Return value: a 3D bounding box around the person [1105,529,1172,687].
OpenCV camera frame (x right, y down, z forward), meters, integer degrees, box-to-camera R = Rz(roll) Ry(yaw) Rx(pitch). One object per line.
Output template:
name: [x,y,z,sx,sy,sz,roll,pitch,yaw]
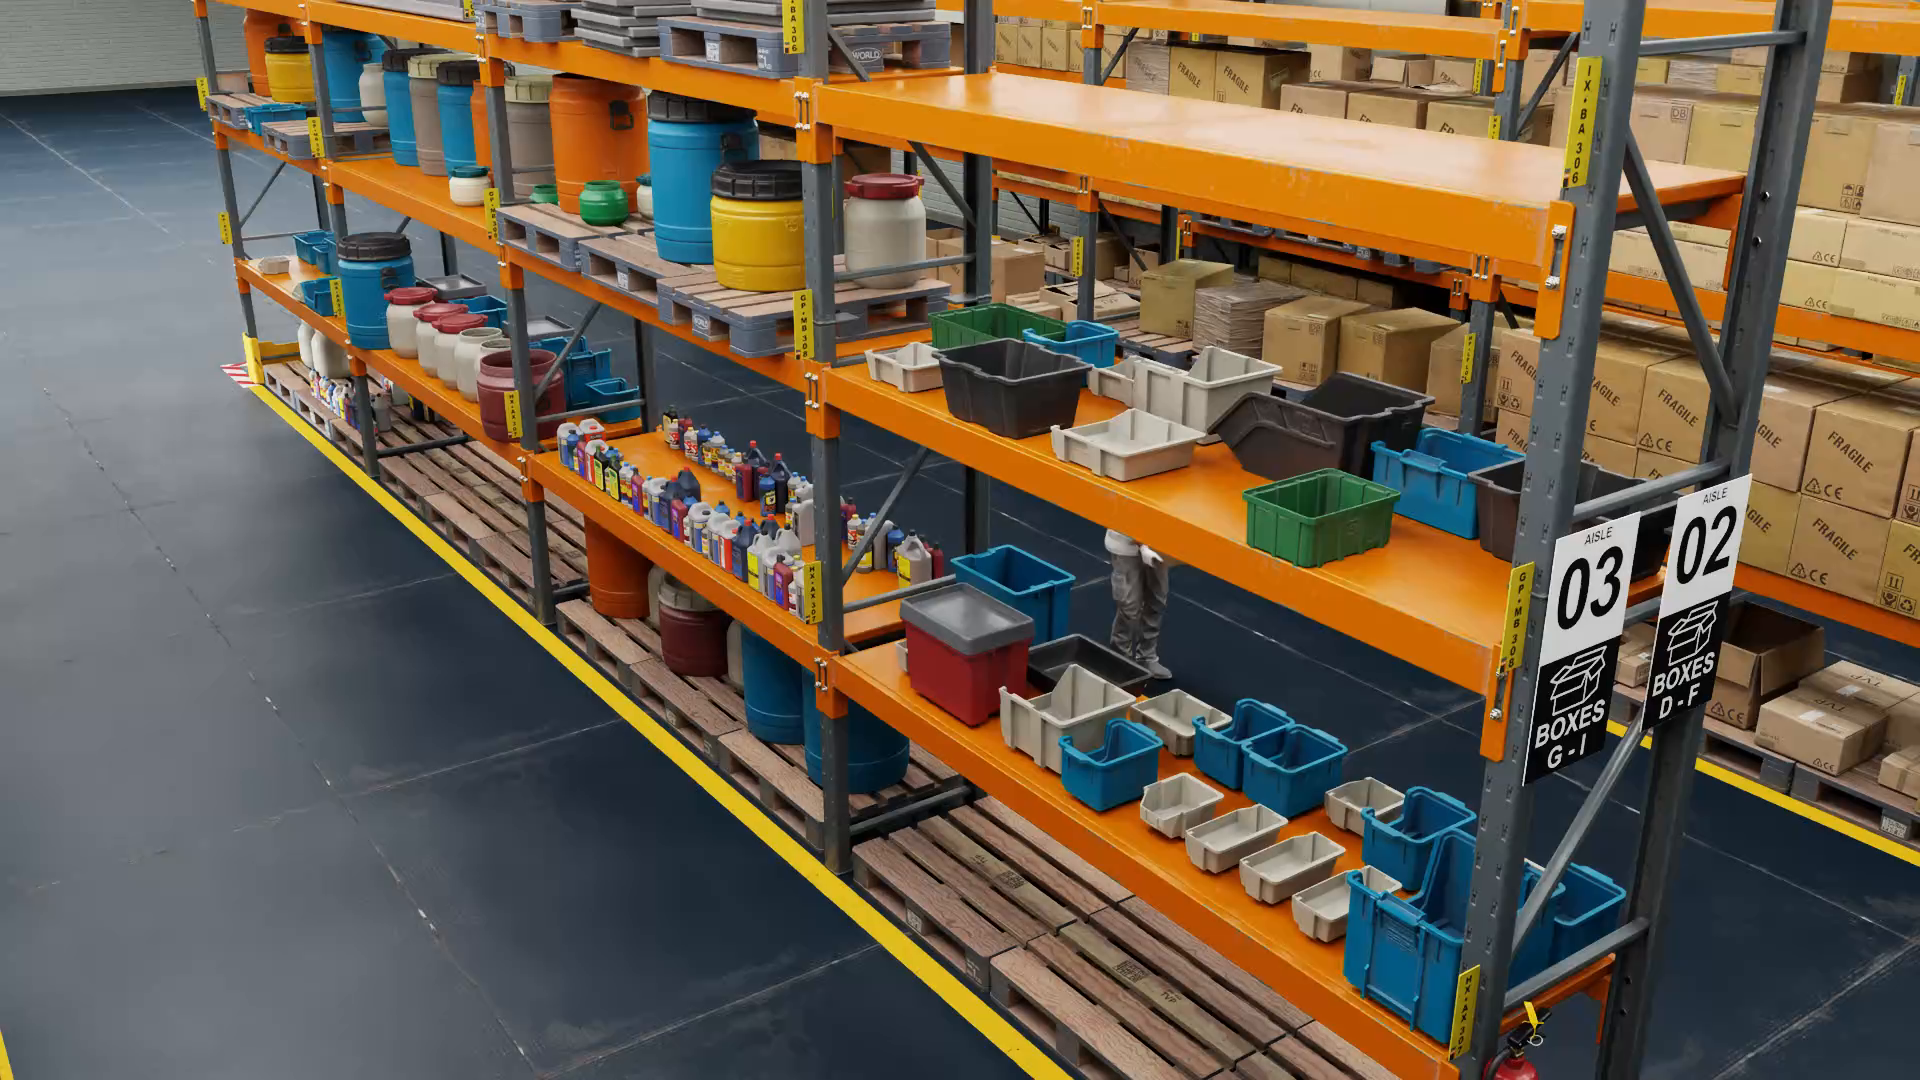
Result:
person: [1.232,0.094,10.820,0.487,1.778,0.584,-14,25,-32]
